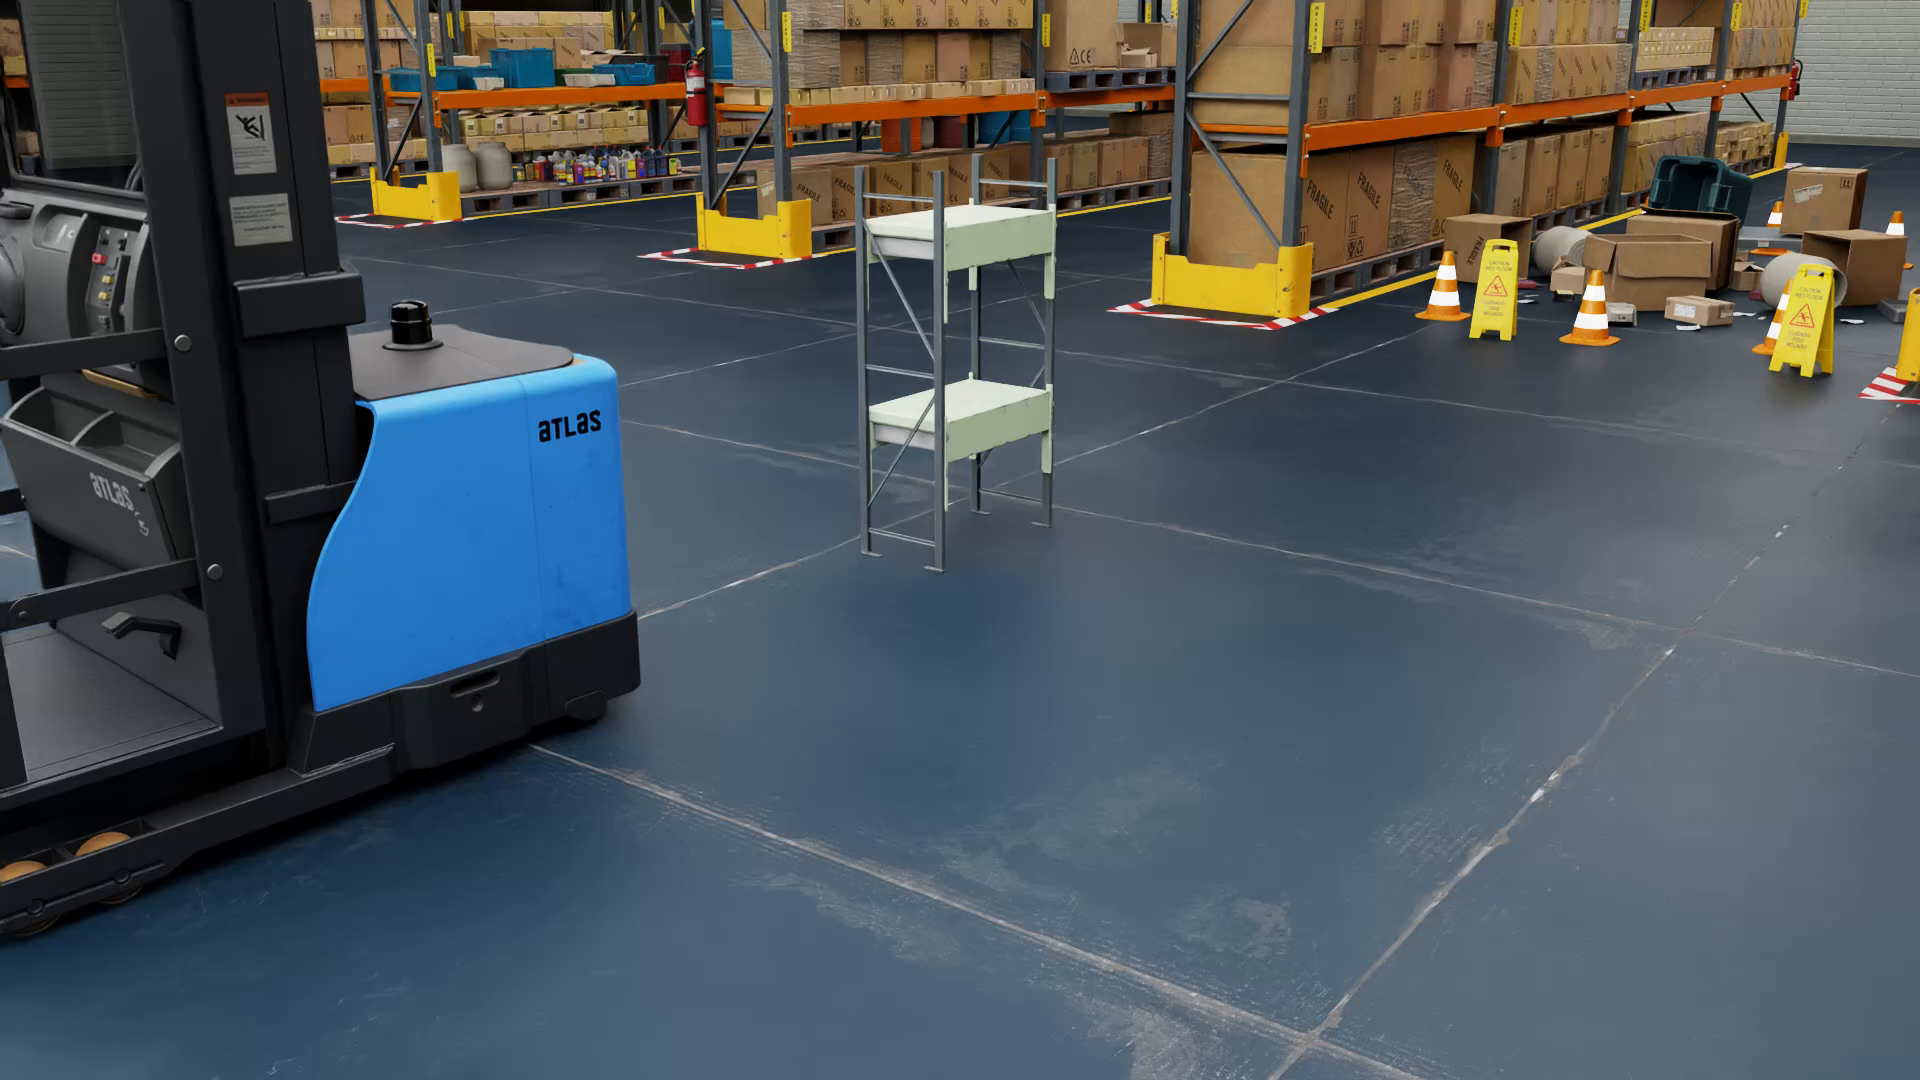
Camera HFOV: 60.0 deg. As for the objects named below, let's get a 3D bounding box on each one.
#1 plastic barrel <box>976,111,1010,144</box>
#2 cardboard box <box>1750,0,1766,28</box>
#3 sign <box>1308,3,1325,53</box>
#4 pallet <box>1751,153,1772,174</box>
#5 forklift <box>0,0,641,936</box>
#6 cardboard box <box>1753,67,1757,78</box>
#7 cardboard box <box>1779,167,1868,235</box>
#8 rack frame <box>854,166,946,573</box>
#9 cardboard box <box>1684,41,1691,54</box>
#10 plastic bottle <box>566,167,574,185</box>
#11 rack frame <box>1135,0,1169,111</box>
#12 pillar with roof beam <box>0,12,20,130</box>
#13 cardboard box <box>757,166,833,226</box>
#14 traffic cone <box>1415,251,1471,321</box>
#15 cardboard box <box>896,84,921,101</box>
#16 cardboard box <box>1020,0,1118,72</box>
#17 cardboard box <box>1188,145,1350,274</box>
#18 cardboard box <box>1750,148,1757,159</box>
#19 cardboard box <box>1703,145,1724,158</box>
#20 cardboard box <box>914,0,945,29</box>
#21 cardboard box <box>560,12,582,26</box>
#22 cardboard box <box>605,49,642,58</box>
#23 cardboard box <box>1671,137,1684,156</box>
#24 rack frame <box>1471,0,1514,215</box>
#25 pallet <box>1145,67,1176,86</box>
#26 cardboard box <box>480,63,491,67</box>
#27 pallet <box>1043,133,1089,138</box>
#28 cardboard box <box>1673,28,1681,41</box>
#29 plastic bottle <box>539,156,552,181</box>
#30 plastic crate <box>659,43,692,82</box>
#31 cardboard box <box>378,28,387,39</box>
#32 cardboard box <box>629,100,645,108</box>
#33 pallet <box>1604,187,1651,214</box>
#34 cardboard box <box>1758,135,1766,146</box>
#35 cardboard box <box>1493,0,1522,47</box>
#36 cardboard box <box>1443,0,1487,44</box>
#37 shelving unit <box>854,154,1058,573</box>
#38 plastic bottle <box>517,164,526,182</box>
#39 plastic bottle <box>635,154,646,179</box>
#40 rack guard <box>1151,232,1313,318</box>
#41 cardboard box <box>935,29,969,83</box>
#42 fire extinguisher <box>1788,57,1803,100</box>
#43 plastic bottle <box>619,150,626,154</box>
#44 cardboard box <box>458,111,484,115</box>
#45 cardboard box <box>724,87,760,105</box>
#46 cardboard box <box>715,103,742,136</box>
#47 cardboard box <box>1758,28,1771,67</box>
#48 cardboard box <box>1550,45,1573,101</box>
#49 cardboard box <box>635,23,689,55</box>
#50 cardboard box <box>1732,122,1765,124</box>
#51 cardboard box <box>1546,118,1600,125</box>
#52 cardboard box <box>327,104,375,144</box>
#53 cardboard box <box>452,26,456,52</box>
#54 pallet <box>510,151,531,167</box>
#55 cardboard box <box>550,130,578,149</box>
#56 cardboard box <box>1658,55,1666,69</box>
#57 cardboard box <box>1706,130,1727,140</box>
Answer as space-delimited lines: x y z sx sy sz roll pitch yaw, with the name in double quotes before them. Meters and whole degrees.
"plastic barrel" 0.485 -6.689 26.057 0.600 0.901 0.708 12 21 35
"cardboard box" 10.231 -6.983 21.815 0.500 0.500 0.500 13 21 36
"sign" 2.437 -3.504 11.376 0.100 0.325 0.005 12 21 35
"pallet" 10.971 -5.426 23.860 1.003 0.211 1.213 12 21 35
"forklift" -2.333 -0.661 3.929 1.130 2.935 3.031 15 23 40
"cardboard box" 10.578 -6.358 22.584 0.380 0.149 0.250 13 21 36
"cardboard box" 6.967 -2.729 13.413 0.500 0.500 0.500 12 21 35
"rack frame" -0.222 -0.627 6.235 0.400 1.500 0.023 12 21 35
"cardboard box" 8.445 -5.854 19.751 0.380 0.149 0.250 11 20 32
"plastic bottle" -4.513 -4.203 19.197 0.097 0.201 0.097 0 17 0
"rack frame" 3.628 -8.739 29.826 1.000 3.000 0.127 12 21 35
"pillar with roof beam" -10.682 -9.102 20.882 9.100 9.000 0.400 12 21 35
"cardboard box" -1.542 -3.205 15.514 0.500 0.500 0.500 -15 23 -40
"traffic cone" 3.452 -1.816 11.812 0.336 0.463 0.334 12 21 35
"cardboard box" -0.595 -4.299 15.952 0.380 0.149 0.250 12 21 35
"cardboard box" 1.041 -5.657 18.183 1.000 1.000 1.000 13 21 35
"cardboard box" 2.346 -2.511 12.647 0.875 0.875 0.875 13 21 35
"cardboard box" 10.846 -5.380 23.110 0.380 0.149 0.250 11 21 32
"cardboard box" 9.618 -5.021 21.453 0.380 0.149 0.250 14 22 37
"cardboard box" -0.488 -5.160 15.947 0.500 0.500 0.500 12 21 35
"cardboard box" -7.401 -9.696 30.941 0.500 0.250 0.500 13 21 36
"cardboard box" -5.367 -7.588 26.271 0.500 0.311 0.500 14 22 38
"cardboard box" 8.291 -4.553 19.853 0.500 0.500 0.500 12 21 34
"rack frame" 4.379 -4.105 14.904 1.000 3.000 0.127 12 21 35
"pallet" 2.500 -5.678 20.293 1.213 0.211 1.003 12 21 35
"cardboard box" -6.806 -6.812 24.045 0.380 0.149 0.250 12 21 35
"pallet" 1.651 -6.636 27.758 1.003 0.211 1.213 12 21 35
"cardboard box" 8.126 -5.870 19.301 0.380 0.149 0.250 12 21 34
"plastic bottle" -4.905 -4.392 19.668 0.061 0.283 0.133 12 21 35
"plastic crate" -3.480 -6.081 21.159 0.402 0.464 0.583 12 21 35
"cardboard box" -7.947 -6.828 22.410 0.380 0.149 0.250 12 21 35
"cardboard box" -6.184 -8.703 33.219 0.700 0.500 0.500 13 21 35
"pallet" 7.229 -3.912 18.984 1.003 0.211 1.213 12 21 35
"cardboard box" 11.135 -5.644 23.458 0.380 0.149 0.250 11 21 32
"cardboard box" 4.670 -4.749 15.125 0.700 0.500 0.500 12 21 34
"cardboard box" 3.897 -4.459 13.971 0.875 0.550 0.550 12 21 35
"shelving unit" -0.004 -0.715 6.516 0.431 1.500 0.755 12 21 35
"plastic bottle" -5.163 -4.317 19.562 0.097 0.201 0.097 0 17 0
"plastic bottle" -3.853 -4.497 20.006 0.061 0.283 0.133 14 22 38
"rack guard" 1.981 -1.953 12.189 1.175 0.500 0.348 12 21 35
"cardboard box" -0.406 -4.849 16.631 0.875 0.500 0.500 12 21 35
"fire extinguisher" 12.049 -6.726 24.105 0.296 0.674 0.183 12 21 35
"plastic bottle" -4.235 -4.710 20.703 0.152 0.276 0.135 13 22 37
"cardboard box" -7.182 -6.184 24.583 0.500 0.311 0.500 13 22 36
"cardboard box" -1.924 -4.037 15.110 0.380 0.149 0.250 12 21 35
"cardboard box" -4.004 -7.028 27.790 0.500 0.500 0.500 12 21 34
"cardboard box" 10.557 -6.639 22.395 0.500 0.500 0.500 14 22 37
"cardboard box" 5.508 -4.469 15.909 0.500 0.500 0.500 12 21 34
"cardboard box" -4.830 -8.128 26.982 0.700 0.500 0.500 5 18 16
"cardboard box" 11.221 -5.866 23.670 0.380 0.149 0.250 13 21 36
"cardboard box" 6.959 -4.632 18.843 0.500 0.250 0.500 12 21 33
"cardboard box" -8.201 -5.616 22.436 0.500 0.500 0.500 12 21 35
"cardboard box" -9.026 -8.942 29.778 0.500 0.500 0.500 13 21 35
"pallet" -7.091 -5.608 24.445 1.003 0.211 1.213 12 21 35
"cardboard box" -6.143 -6.063 25.138 0.500 0.250 0.500 13 21 36
"cardboard box" 7.827 -5.466 19.002 0.380 0.149 0.250 13 22 36
"cardboard box" 9.840 -5.303 21.858 0.380 0.149 0.250 12 21 34
